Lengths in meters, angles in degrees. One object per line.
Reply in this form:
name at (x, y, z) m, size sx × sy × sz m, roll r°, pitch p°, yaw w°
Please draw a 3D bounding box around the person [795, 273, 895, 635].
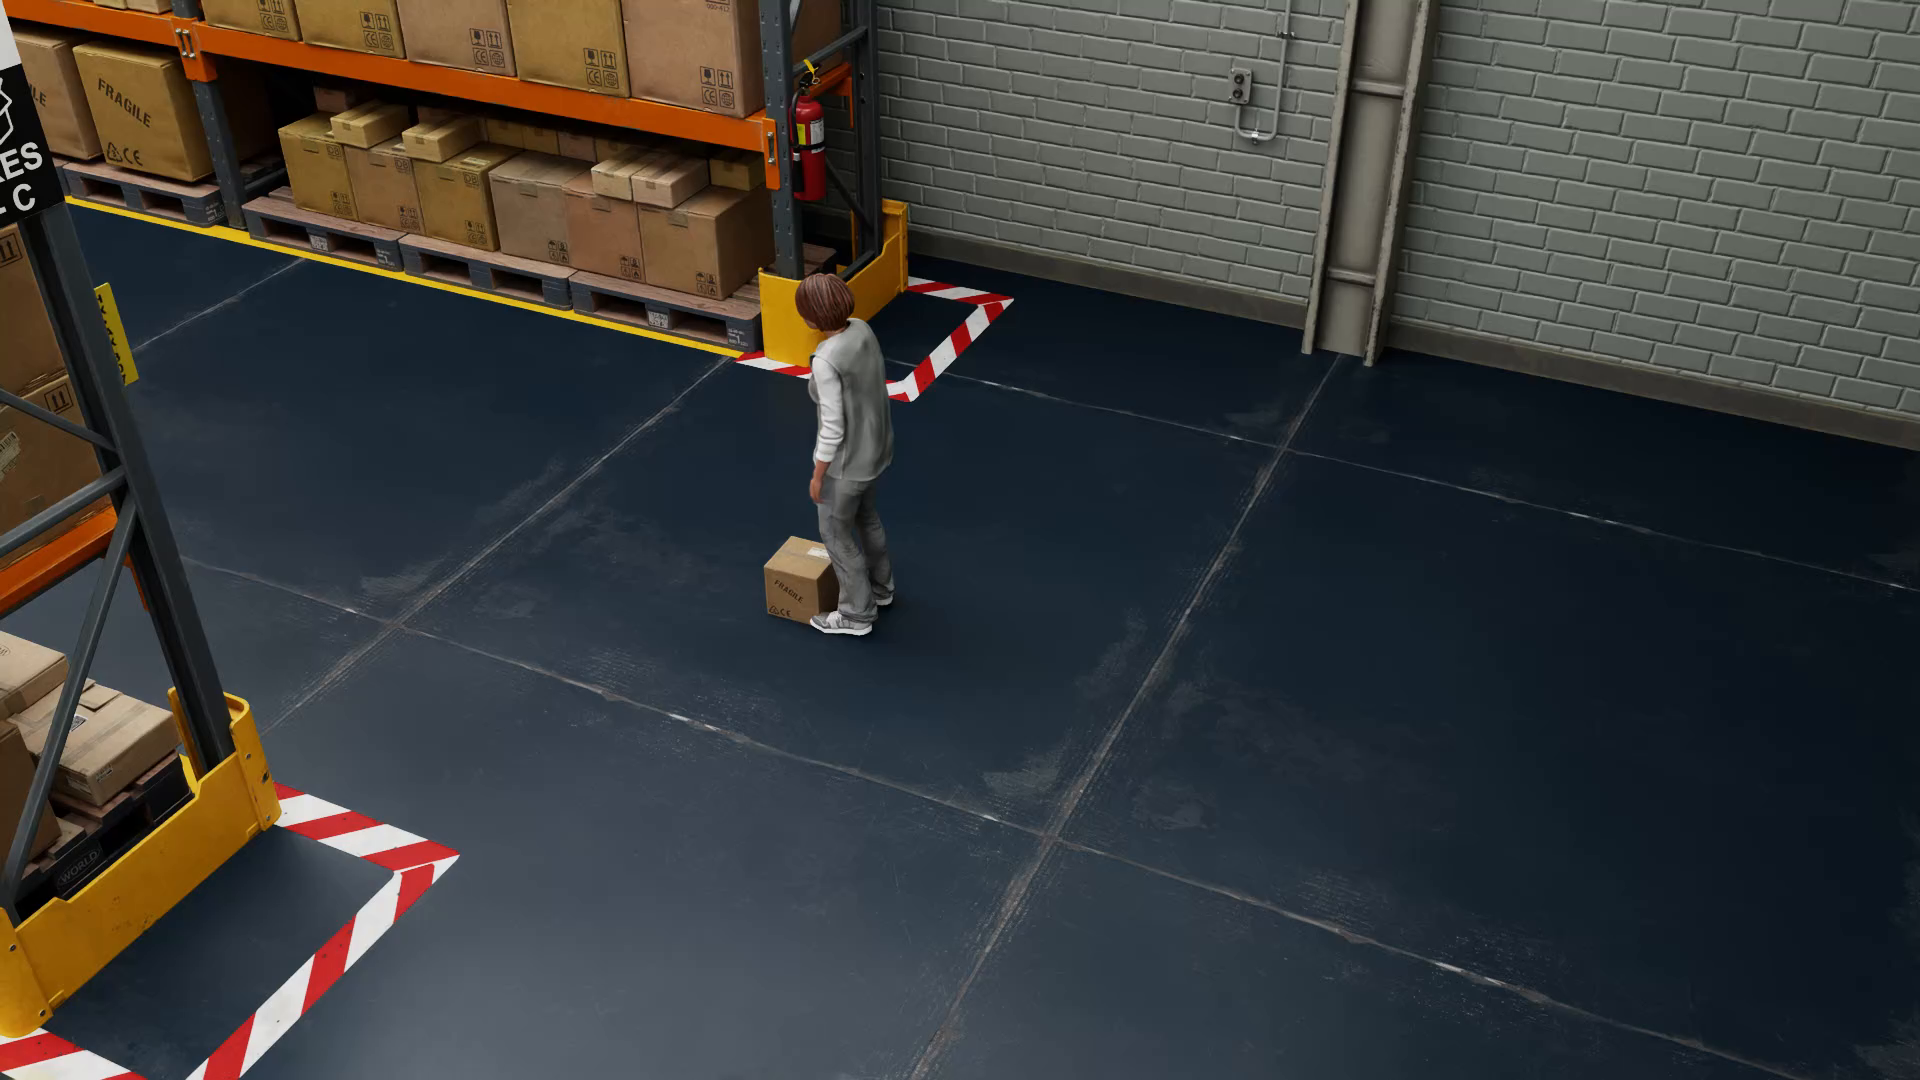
person at (-0.444, -0.327, 6.634) m, size 0.341 × 1.594 × 0.482 m, roll 13°, pitch 36°, yaw 18°
